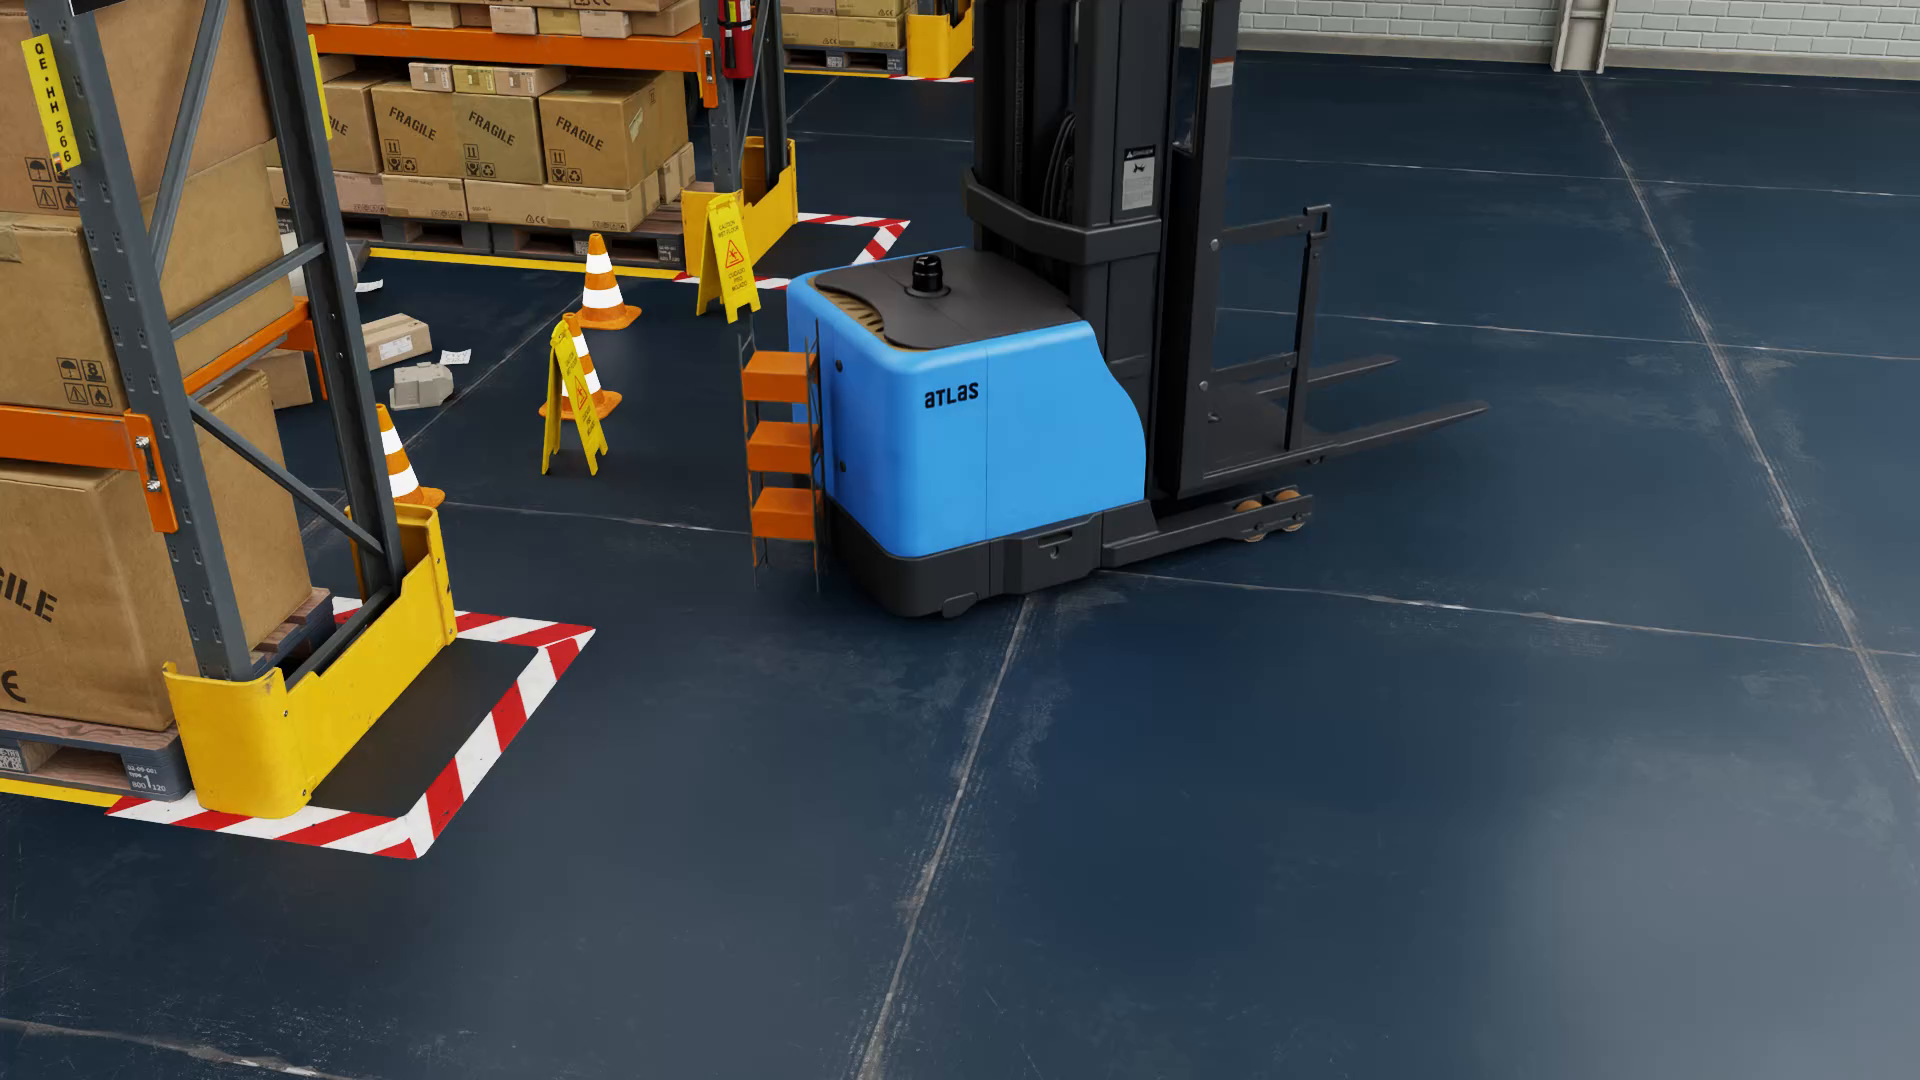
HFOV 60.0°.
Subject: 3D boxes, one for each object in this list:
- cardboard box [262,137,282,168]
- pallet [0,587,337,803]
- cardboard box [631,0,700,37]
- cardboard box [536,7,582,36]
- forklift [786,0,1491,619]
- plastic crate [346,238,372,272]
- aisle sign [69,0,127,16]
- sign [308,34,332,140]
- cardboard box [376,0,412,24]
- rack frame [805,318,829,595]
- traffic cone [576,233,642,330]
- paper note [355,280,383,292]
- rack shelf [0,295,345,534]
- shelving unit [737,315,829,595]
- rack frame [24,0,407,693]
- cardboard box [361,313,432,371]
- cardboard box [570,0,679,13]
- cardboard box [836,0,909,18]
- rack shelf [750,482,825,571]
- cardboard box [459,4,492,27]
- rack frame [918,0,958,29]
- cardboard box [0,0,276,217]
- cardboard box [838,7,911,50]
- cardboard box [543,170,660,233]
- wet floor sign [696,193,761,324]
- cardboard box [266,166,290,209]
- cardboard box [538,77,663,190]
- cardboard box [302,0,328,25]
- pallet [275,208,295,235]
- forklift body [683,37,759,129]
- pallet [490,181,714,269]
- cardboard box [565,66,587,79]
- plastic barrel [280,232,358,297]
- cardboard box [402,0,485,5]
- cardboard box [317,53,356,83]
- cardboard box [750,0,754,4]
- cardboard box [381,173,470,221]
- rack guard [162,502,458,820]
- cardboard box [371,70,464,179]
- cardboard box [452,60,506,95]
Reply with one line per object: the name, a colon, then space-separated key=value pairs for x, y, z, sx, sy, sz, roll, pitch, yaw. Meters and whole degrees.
cardboard box: x=-4.080 y=-2.545 z=9.920 sx=0.500 sy=0.500 sz=0.500 roll=7 pitch=29 yaw=13
pallet: x=-2.948 y=0.444 z=5.720 sx=1.213 sy=0.211 sz=1.003 roll=6 pitch=29 yaw=11
cardboard box: x=-1.625 y=-2.898 z=9.181 sx=0.250 sy=0.149 sz=0.380 roll=7 pitch=29 yaw=12
cardboard box: x=-2.142 y=-2.907 z=9.197 sx=0.250 sy=0.149 sz=0.380 roll=5 pitch=29 yaw=10
forklift: x=0.866 y=-1.486 z=6.412 sx=3.031 sy=2.935 sz=1.130 roll=-14 pitch=32 yaw=-24
plastic crate: x=-3.762 y=-1.649 z=9.678 sx=0.583 sy=0.080 sz=0.402 roll=-4 pitch=29 yaw=-7
aisle sign: x=-2.143 y=-1.728 z=4.076 sx=0.004 sy=0.787 sz=0.394 roll=6 pitch=29 yaw=11
sign: x=-2.028 y=-1.410 z=5.219 sx=0.005 sy=0.325 sz=0.100 roll=6 pitch=29 yaw=11
cardboard box: x=-3.116 y=-3.060 z=9.477 sx=0.250 sy=0.149 sz=0.380 roll=6 pitch=29 yaw=11
rack frame: x=-0.531 y=-0.298 z=6.202 sx=0.008 sy=1.050 sz=0.200 roll=4 pitch=29 yaw=6
traffic cone: x=-1.904 y=-1.395 z=8.817 sx=0.334 sy=0.463 sz=0.336 roll=6 pitch=29 yaw=11
paper note: x=-3.320 y=-1.427 z=9.325 sx=0.148 sy=0.019 sz=0.142 roll=-4 pitch=29 yaw=-7
rack shelf: x=-4.105 y=-0.621 z=5.510 sx=4.000 sy=0.370 sz=1.077 roll=6 pitch=29 yaw=11
shelving unit: x=-0.652 y=-0.306 z=6.216 sx=0.252 sy=1.050 sz=0.215 roll=4 pitch=29 yaw=6
rack frame: x=-2.149 y=-0.736 z=4.971 sx=0.127 sy=3.000 sz=1.000 roll=6 pitch=29 yaw=11
cardboard box: x=-2.918 y=-1.003 z=8.427 sx=0.250 sy=0.149 sz=0.380 roll=23 pitch=36 yaw=36
cardboard box: x=-1.803 y=-3.170 z=9.003 sx=0.500 sy=0.500 sz=0.500 roll=5 pitch=29 yaw=10
cardboard box: x=-0.723 y=-4.502 z=13.754 sx=0.500 sy=0.250 sz=0.500 roll=5 pitch=29 yaw=10
rack shelf: x=-0.652 y=-0.053 z=6.354 sx=0.240 sy=0.259 sz=0.215 roll=4 pitch=29 yaw=6
cardboard box: x=-2.621 y=-3.010 z=9.386 sx=0.250 sy=0.149 sz=0.380 roll=6 pitch=29 yaw=11
rack frame: x=-0.182 y=-5.402 z=13.494 sx=0.127 sy=3.000 sz=1.000 roll=6 pitch=29 yaw=11
cardboard box: x=-2.504 y=-1.331 z=4.777 sx=0.550 sy=0.550 sz=0.875 roll=6 pitch=29 yaw=11
cardboard box: x=-0.707 y=-4.279 z=13.868 sx=0.500 sy=0.250 sz=0.500 roll=6 pitch=29 yaw=11
cardboard box: x=-2.085 y=-2.006 z=9.716 sx=0.500 sy=0.250 sz=0.500 roll=6 pitch=29 yaw=10
wet floor sign: x=-1.252 y=-1.516 z=8.848 sx=0.232 sy=0.644 sz=0.267 roll=17 pitch=33 yaw=28
cardboard box: x=-4.081 y=-2.216 z=10.100 sx=0.500 sy=0.250 sz=0.500 roll=8 pitch=30 yaw=13
cardboard box: x=-2.053 y=-2.336 z=9.538 sx=0.500 sy=0.500 sz=0.500 roll=6 pitch=29 yaw=11
cardboard box: x=-3.636 y=-3.047 z=9.453 sx=0.250 sy=0.149 sz=0.380 roll=6 pitch=29 yaw=11
pallet: x=-4.462 y=-2.198 z=10.545 sx=1.213 sy=0.211 sz=1.003 roll=6 pitch=29 yaw=11
forklift body: x=-2.417 y=-4.363 z=12.480 sx=1.214 sy=2.155 sz=2.313 roll=6 pitch=29 yaw=11
pallet: x=-2.076 y=-1.953 z=10.098 sx=1.213 sy=0.211 sz=1.003 roll=6 pitch=29 yaw=11
cardboard box: x=-2.481 y=-2.641 z=10.096 sx=0.500 sy=0.500 sz=0.500 roll=5 pitch=29 yaw=9
plastic barrel: x=-3.551 y=-1.437 z=8.934 sx=0.512 sy=0.421 sz=0.421 roll=-21 pitch=35 yaw=-33
cardboard box: x=-2.780 y=-3.274 z=9.193 sx=0.500 sy=0.500 sz=0.500 roll=6 pitch=29 yaw=10
cardboard box: x=-3.729 y=-2.760 z=9.638 sx=0.250 sy=0.149 sz=0.380 roll=8 pitch=30 yaw=13
cardboard box: x=-1.720 y=-4.599 z=13.932 sx=0.500 sy=0.250 sz=0.500 roll=5 pitch=29 yaw=9
cardboard box: x=-3.079 y=-2.109 z=9.905 sx=0.500 sy=0.250 sz=0.500 roll=5 pitch=29 yaw=9
rack guard: x=-2.126 y=0.363 z=5.567 sx=0.348 sy=0.500 sz=1.175 roll=6 pitch=29 yaw=11
cardboard box: x=-3.056 y=-2.440 z=9.729 sx=0.500 sy=0.500 sz=0.500 roll=5 pitch=29 yaw=9
cardboard box: x=-2.671 y=-2.652 z=9.440 sx=0.250 sy=0.149 sz=0.380 roll=6 pitch=29 yaw=11
